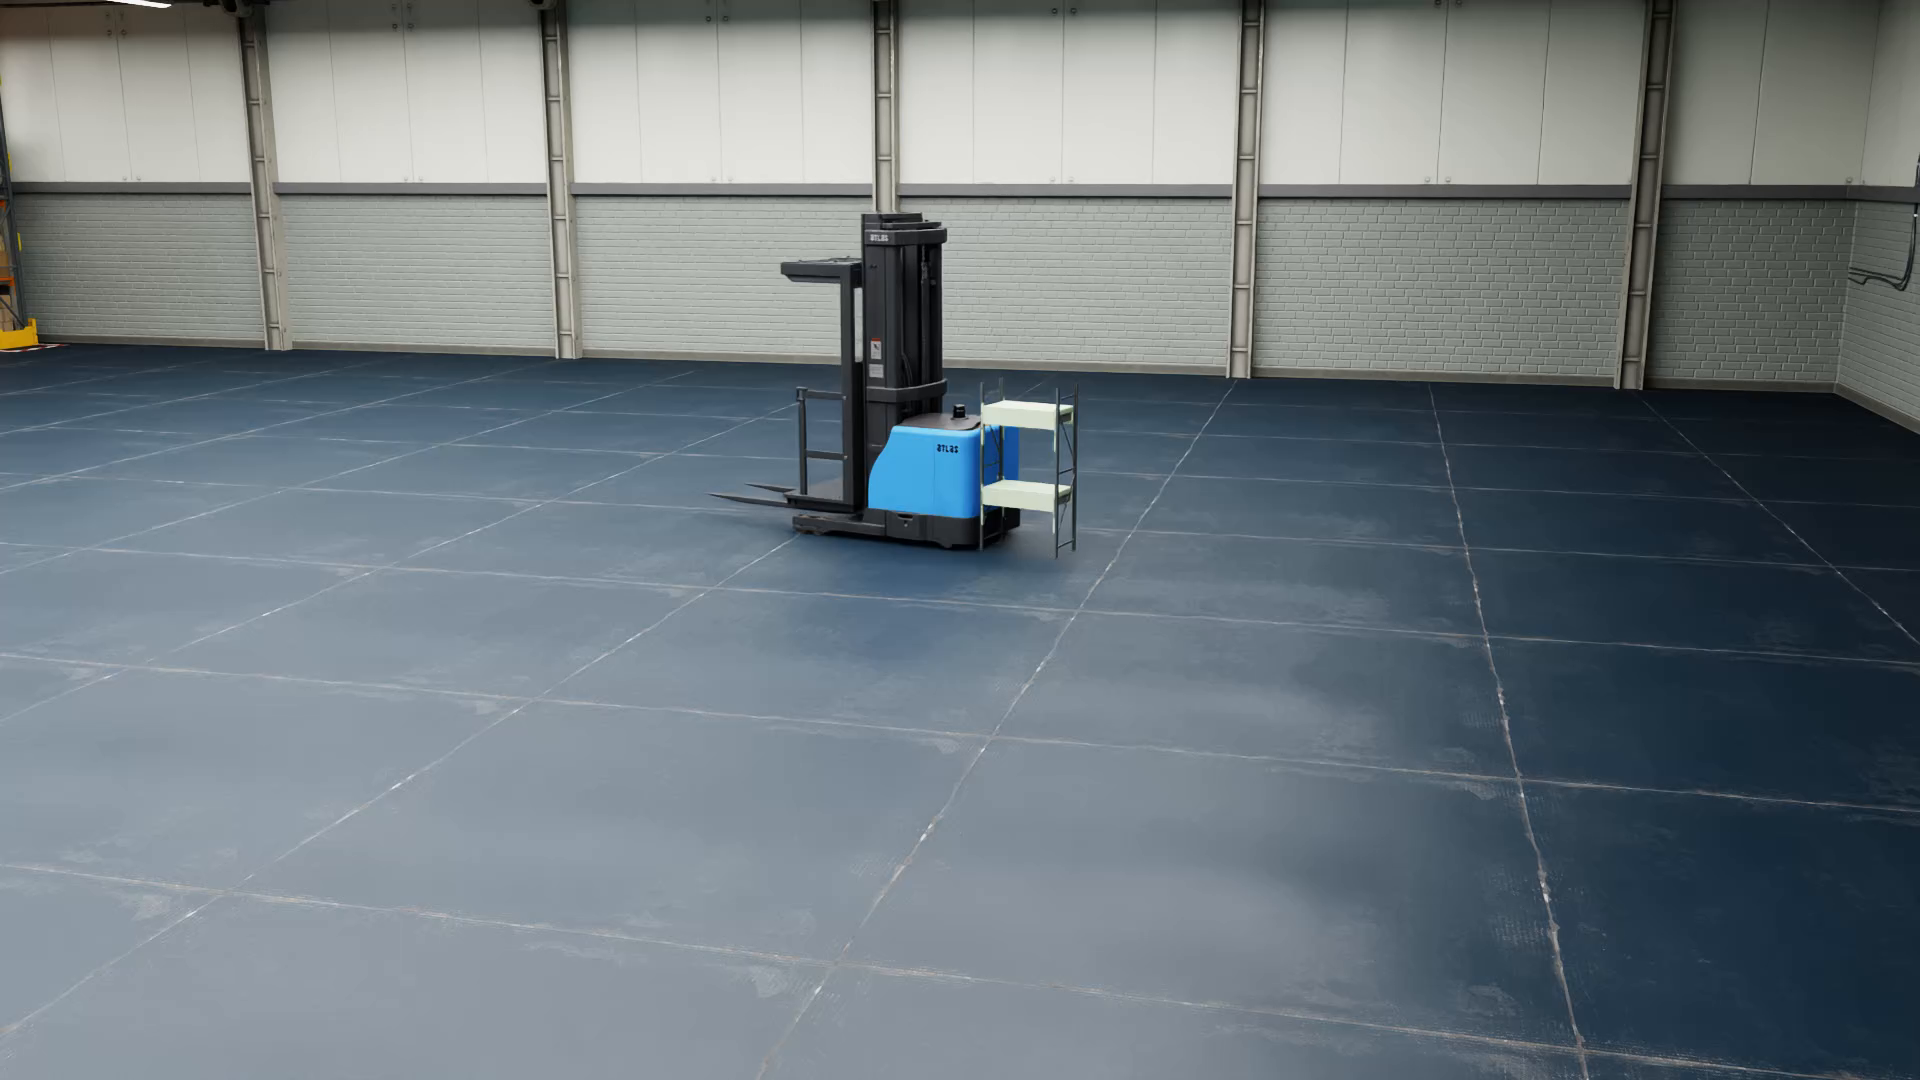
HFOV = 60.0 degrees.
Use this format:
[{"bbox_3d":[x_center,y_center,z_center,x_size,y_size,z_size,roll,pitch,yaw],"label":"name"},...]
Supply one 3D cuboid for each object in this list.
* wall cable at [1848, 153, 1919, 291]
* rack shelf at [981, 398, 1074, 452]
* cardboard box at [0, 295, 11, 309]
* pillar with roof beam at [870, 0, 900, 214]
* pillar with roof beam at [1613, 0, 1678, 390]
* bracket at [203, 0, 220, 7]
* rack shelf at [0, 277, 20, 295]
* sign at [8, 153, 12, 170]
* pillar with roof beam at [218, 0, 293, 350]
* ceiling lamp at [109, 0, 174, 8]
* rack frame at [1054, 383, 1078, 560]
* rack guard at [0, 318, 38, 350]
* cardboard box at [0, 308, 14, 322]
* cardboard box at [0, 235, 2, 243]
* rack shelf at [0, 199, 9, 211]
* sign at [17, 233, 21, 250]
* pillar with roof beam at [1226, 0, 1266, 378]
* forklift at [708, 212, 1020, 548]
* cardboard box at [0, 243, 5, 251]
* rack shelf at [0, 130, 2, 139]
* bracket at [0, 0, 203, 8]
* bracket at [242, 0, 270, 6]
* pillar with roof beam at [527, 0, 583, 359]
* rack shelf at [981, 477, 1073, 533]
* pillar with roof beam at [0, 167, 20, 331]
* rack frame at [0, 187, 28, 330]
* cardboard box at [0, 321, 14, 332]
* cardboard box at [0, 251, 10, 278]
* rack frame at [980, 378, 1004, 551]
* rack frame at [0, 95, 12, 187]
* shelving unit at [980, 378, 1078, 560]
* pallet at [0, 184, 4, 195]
[{"bbox_3d":[12.949,-4.813,23.320,0.112,2.526,3.097,3,13,14],"label":"wall cable"},{"bbox_3d":[0.601,-1.013,14.537,0.720,0.370,0.431,7,14,28],"label":"rack shelf"},{"bbox_3d":[-18.682,-4.578,32.011,0.500,0.250,0.500,3,13,13],"label":"cardboard box"},{"bbox_3d":[-2.276,-6.477,23.652,0.548,9.000,9.100,3,13,14],"label":"pillar with roof beam"},{"bbox_3d":[9.374,-5.854,20.845,0.400,9.000,9.100,3,13,14],"label":"pillar with roof beam"},{"bbox_3d":[-13.383,-9.709,29.910,0.430,0.232,0.235,3,13,14],"label":"bracket"},{"bbox_3d":[-20.202,-4.915,32.121,4.000,0.370,1.077,3,13,14],"label":"rack shelf"},{"bbox_3d":[-18.122,-7.208,31.672,0.005,0.325,0.100,3,13,14],"label":"sign"},{"bbox_3d":[-13.927,-7.100,26.459,0.548,9.000,9.100,3,13,14],"label":"pillar with roof beam"},{"bbox_3d":[-12.600,-9.780,25.060,0.800,3.185,2.000,3,13,14],"label":"ceiling lamp"},{"bbox_3d":[0.921,-0.594,14.448,0.023,1.500,0.400,7,14,28],"label":"rack frame"},{"bbox_3d":[-18.237,-3.941,31.841,0.348,0.500,1.175,3,13,14],"label":"rack guard"},{"bbox_3d":[-18.667,-4.337,32.081,0.500,0.250,0.500,3,13,15],"label":"cardboard box"},{"bbox_3d":[-18.536,-5.735,31.743,0.250,0.149,0.380,3,13,12],"label":"cardboard box"},{"bbox_3d":[-20.202,-6.379,31.796,4.000,0.370,1.077,3,13,14],"label":"rack shelf"},{"bbox_3d":[-18.122,-5.740,31.998,0.005,0.325,0.100,3,13,14],"label":"sign"},{"bbox_3d":[3.549,-6.166,22.249,0.400,9.000,9.100,3,13,14],"label":"pillar with roof beam"},{"bbox_3d":[-0.981,-1.567,15.530,3.031,2.935,1.130,7,14,28],"label":"forklift"},{"bbox_3d":[-18.528,-5.600,31.820,0.250,0.149,0.380,3,13,12],"label":"cardboard box"},{"bbox_3d":[-20.202,-7.648,31.515,4.000,0.370,1.077,3,13,14],"label":"rack shelf"},{"bbox_3d":[-15.885,-9.843,30.513,4.783,0.066,0.076,3,13,14],"label":"bracket"},{"bbox_3d":[-12.578,-9.666,29.716,0.430,0.232,0.235,3,13,14],"label":"bracket"},{"bbox_3d":[-8.102,-6.789,25.056,0.548,9.000,9.100,3,13,14],"label":"pillar with roof beam"},{"bbox_3d":[0.601,-0.314,14.693,0.720,0.370,0.431,7,14,28],"label":"rack shelf"},{"bbox_3d":[-19.752,-7.411,27.863,0.400,9.000,9.100,3,13,14],"label":"pillar with roof beam"},{"bbox_3d":[-18.261,-5.162,31.576,0.127,3.000,1.000,3,13,14],"label":"rack frame"},{"bbox_3d":[-18.691,-4.091,32.128,0.500,0.250,0.500,3,13,14],"label":"cardboard box"},{"bbox_3d":[-18.675,-5.295,31.944,0.500,0.500,0.500,3,13,15],"label":"cardboard box"},{"bbox_3d":[0.281,-0.671,14.796,0.023,1.500,0.400,7,14,28],"label":"rack frame"},{"bbox_3d":[-18.261,-8.091,30.926,0.127,3.000,1.000,3,13,14],"label":"rack frame"},{"bbox_3d":[0.601,-0.632,14.622,0.755,1.500,0.431,7,14,28],"label":"shelving unit"},{"bbox_3d":[-18.941,-6.626,31.450,1.213,0.211,1.003,3,13,14],"label":"pallet"}]
